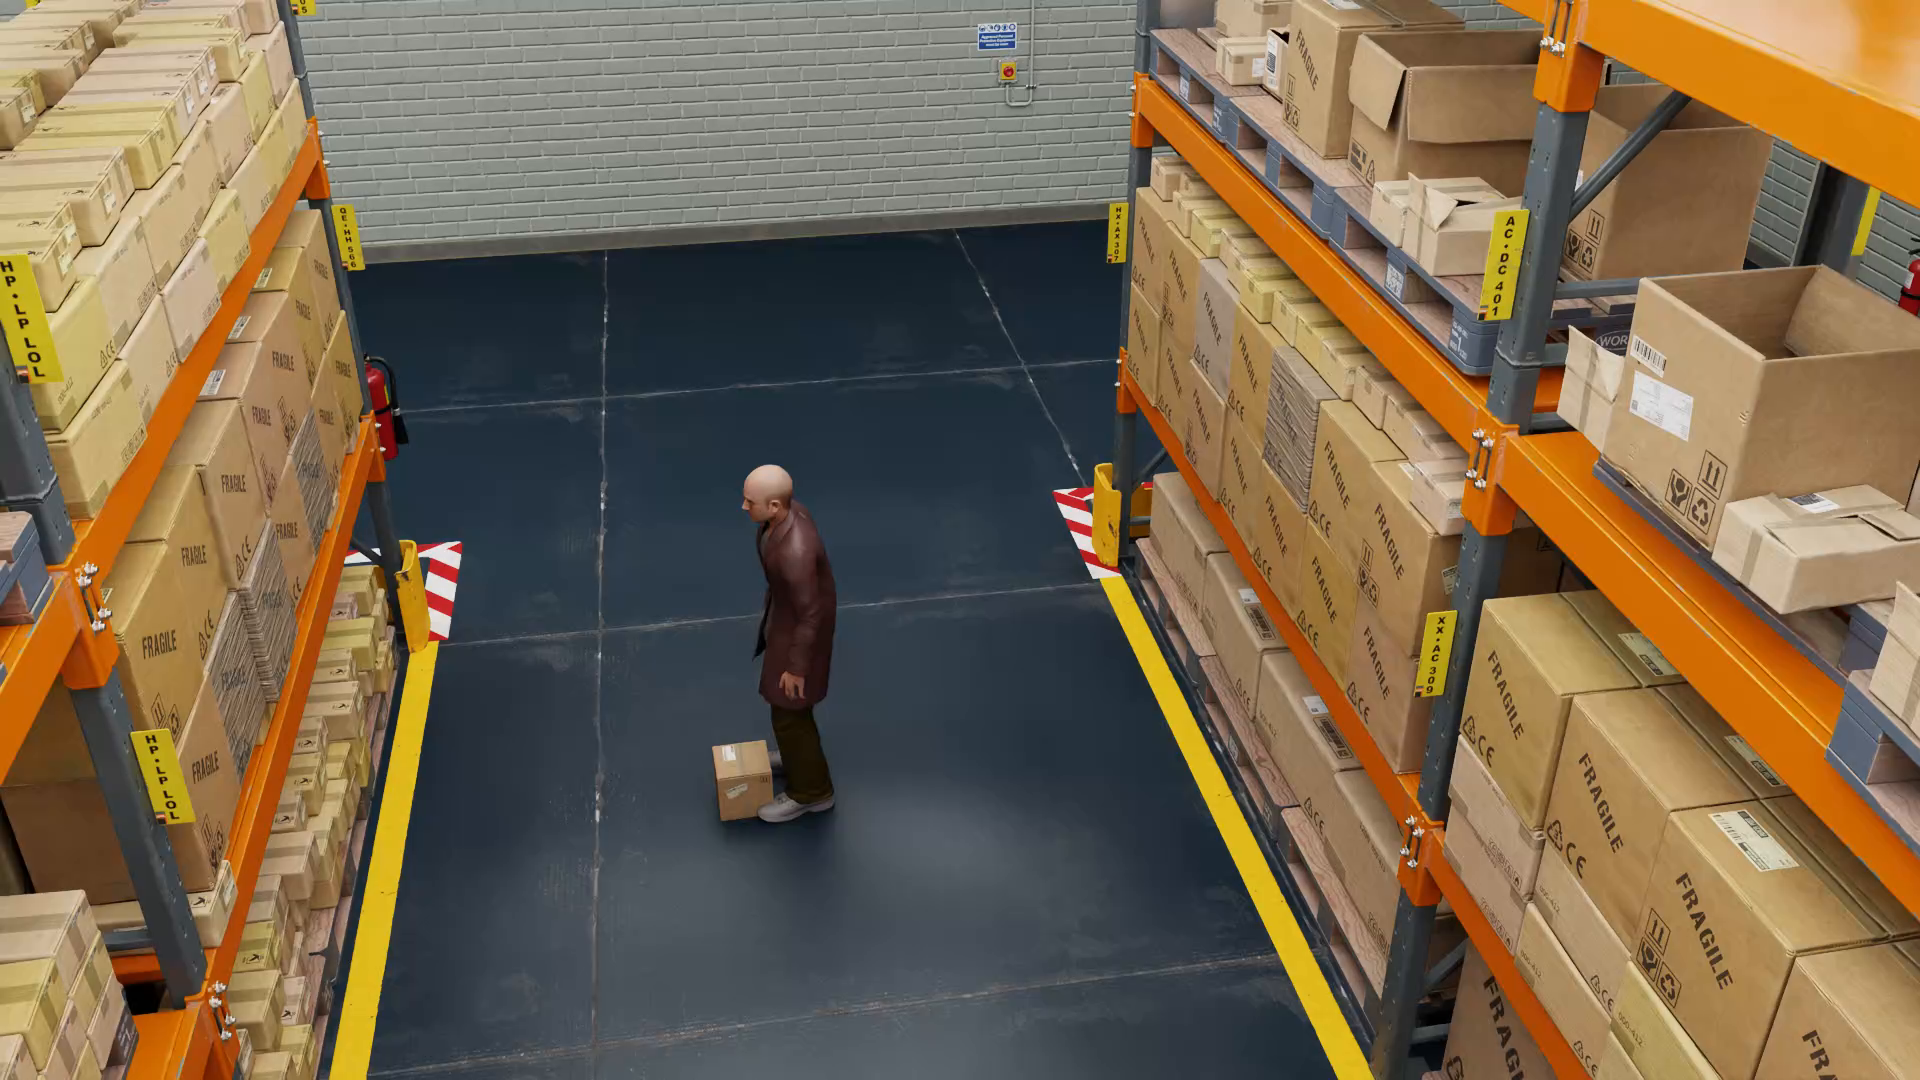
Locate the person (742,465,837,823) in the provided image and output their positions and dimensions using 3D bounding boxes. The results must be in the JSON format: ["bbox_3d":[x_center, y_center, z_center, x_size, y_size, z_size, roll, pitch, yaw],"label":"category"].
[{"bbox_3d":[-0.760,0.444,7.397,0.428,1.773,0.650,-7,31,-12],"label":"person"}]
